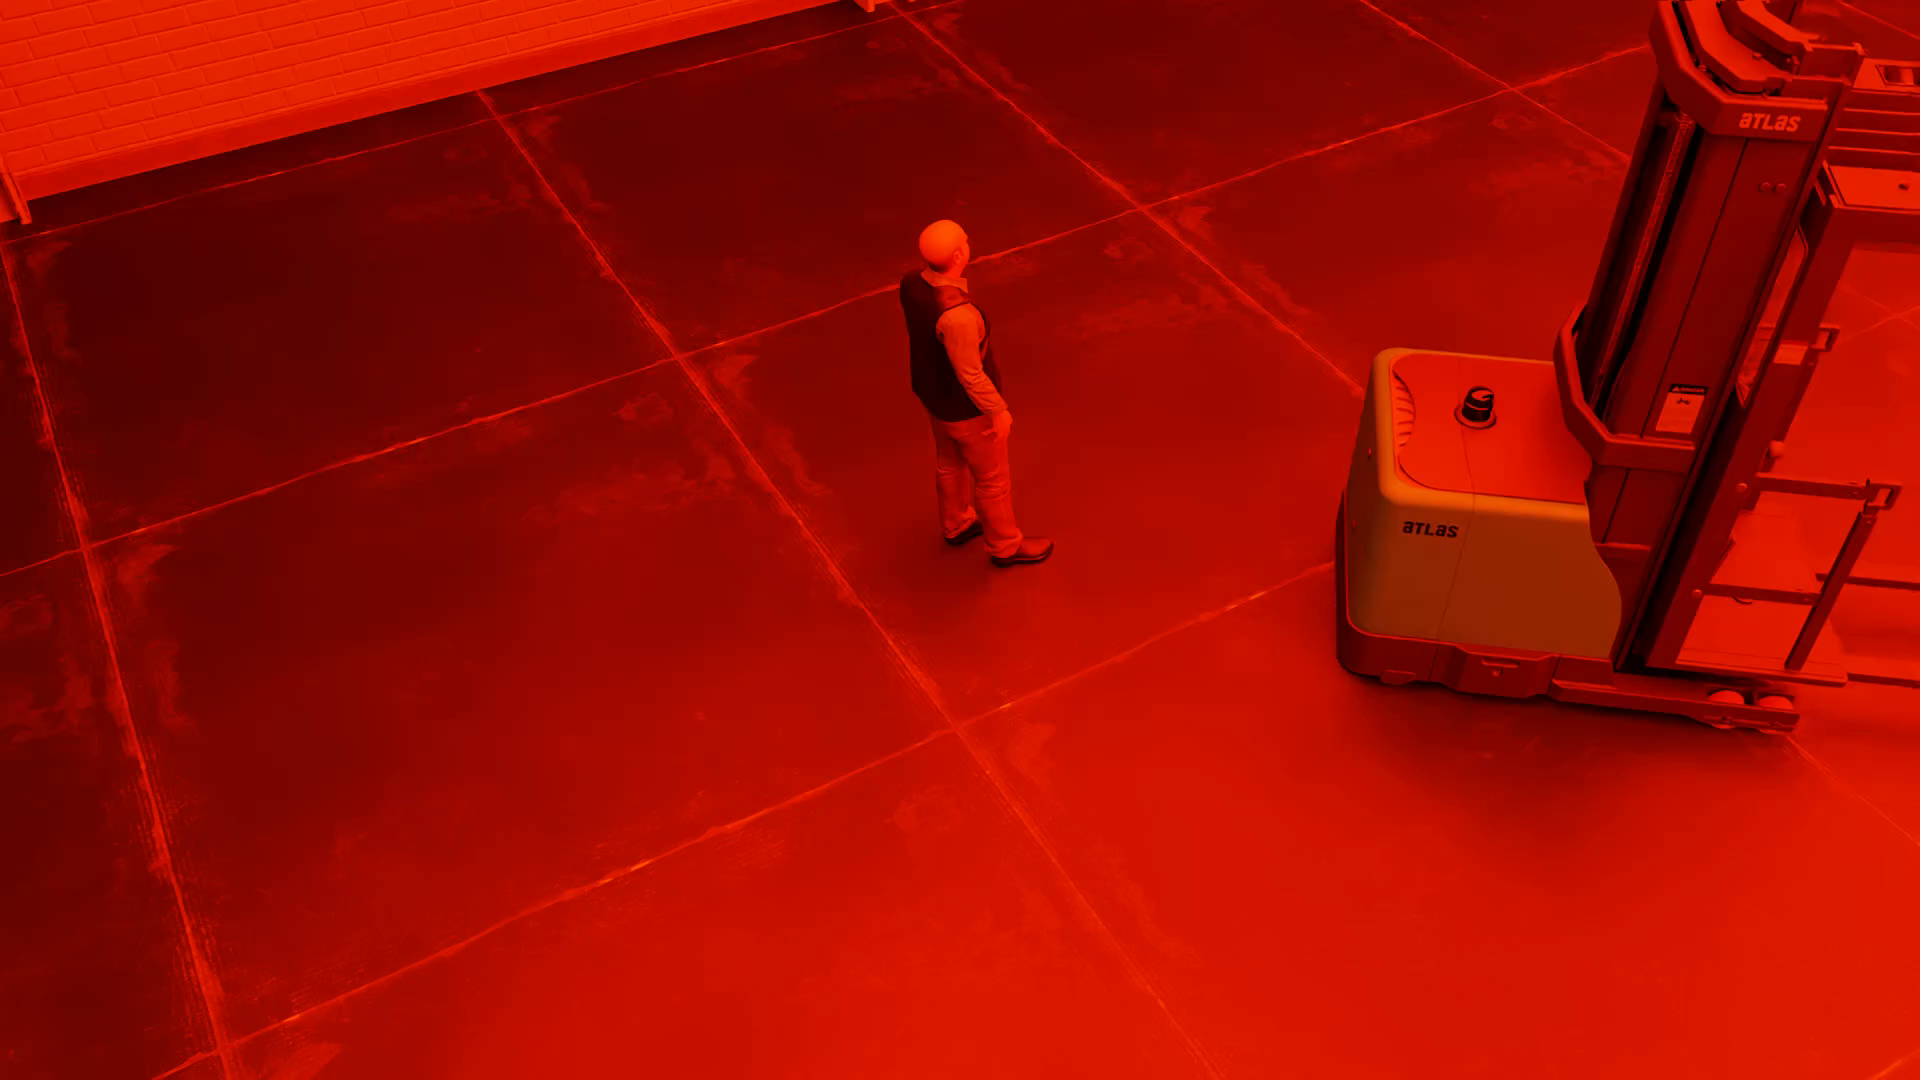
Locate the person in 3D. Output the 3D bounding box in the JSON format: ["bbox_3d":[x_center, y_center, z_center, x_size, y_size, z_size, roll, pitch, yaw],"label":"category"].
[{"bbox_3d":[0.058,-0.653,7.280,0.568,1.720,0.632,-21,47,-21],"label":"person"}]

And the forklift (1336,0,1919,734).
[{"bbox_3d":[3.200,-0.651,6.400,3.031,2.935,1.130,6,43,6],"label":"forklift"}]
